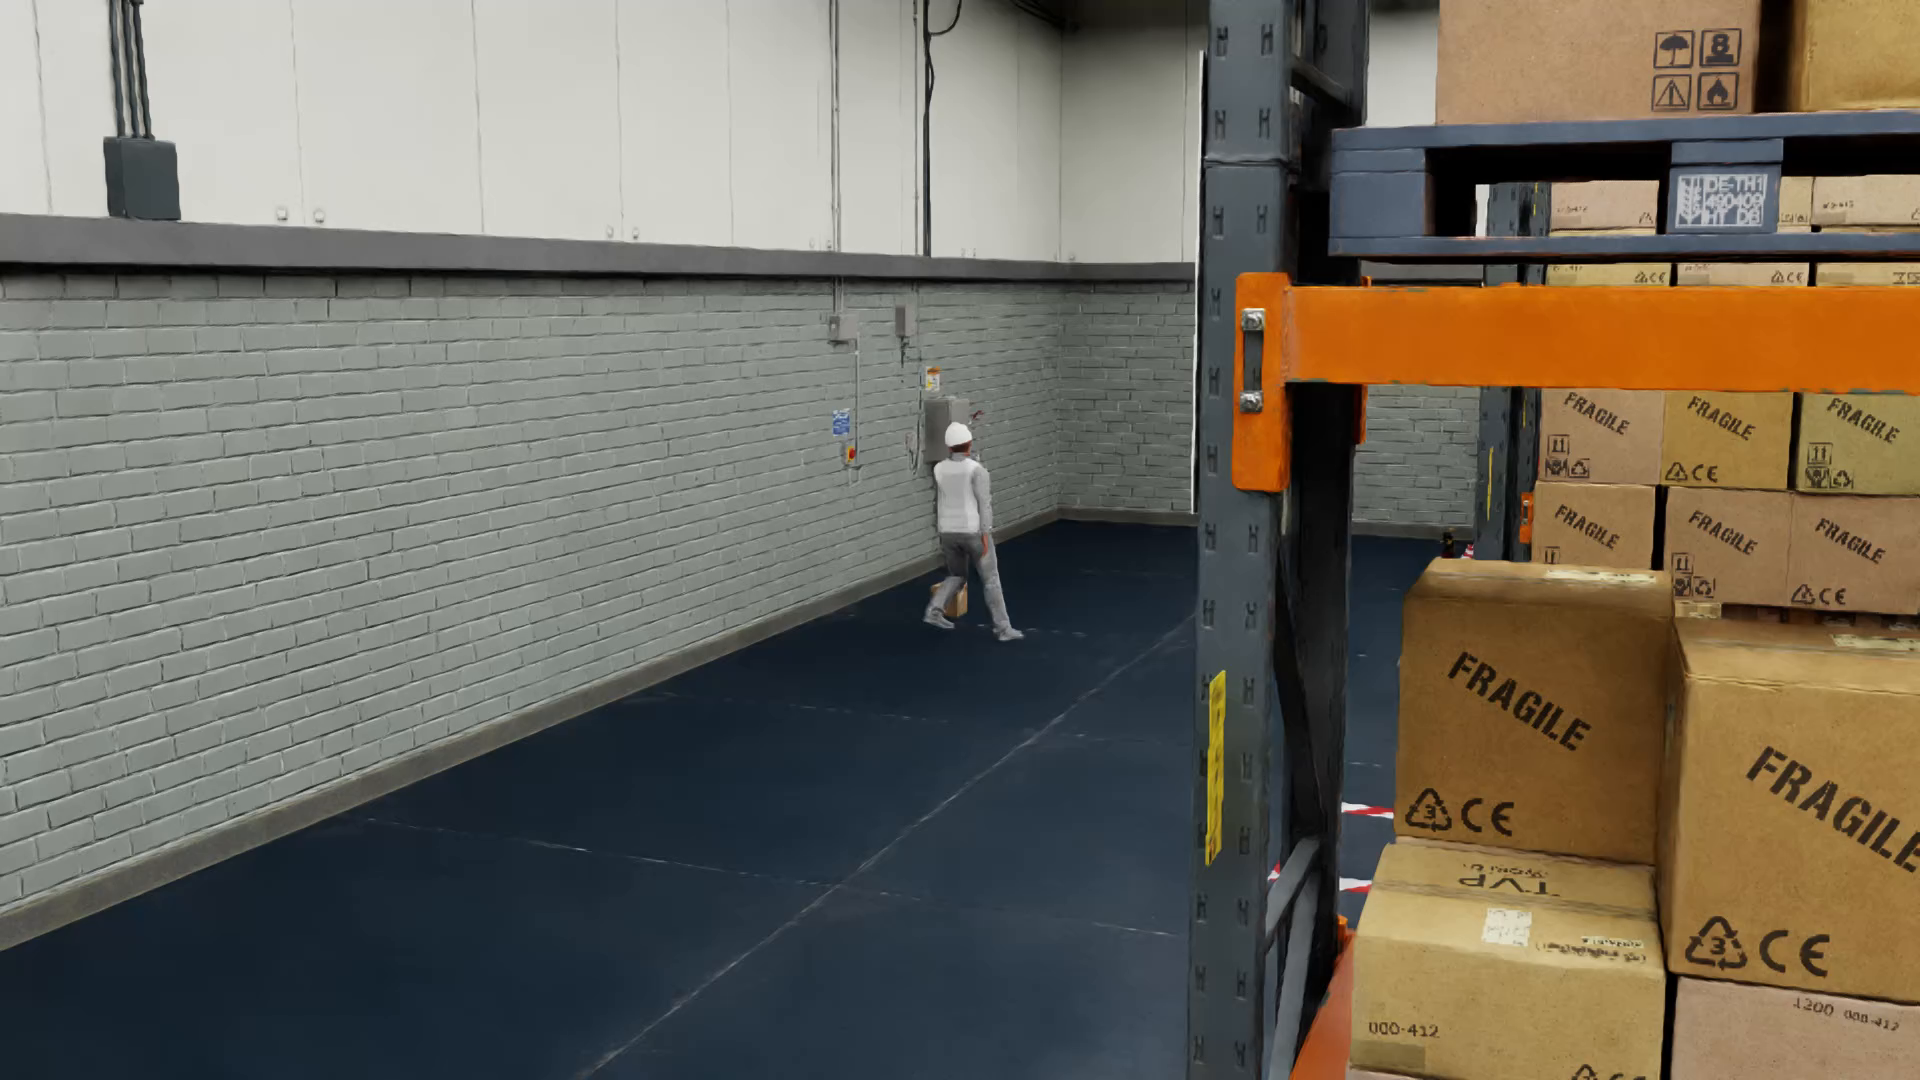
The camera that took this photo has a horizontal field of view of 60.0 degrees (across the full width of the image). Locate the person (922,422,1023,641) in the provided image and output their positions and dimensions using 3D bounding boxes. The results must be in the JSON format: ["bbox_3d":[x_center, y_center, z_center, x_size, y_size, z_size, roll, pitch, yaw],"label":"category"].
[{"bbox_3d":[0.119,-0.066,13.295,0.714,1.749,0.582,4,10,25],"label":"person"}]
